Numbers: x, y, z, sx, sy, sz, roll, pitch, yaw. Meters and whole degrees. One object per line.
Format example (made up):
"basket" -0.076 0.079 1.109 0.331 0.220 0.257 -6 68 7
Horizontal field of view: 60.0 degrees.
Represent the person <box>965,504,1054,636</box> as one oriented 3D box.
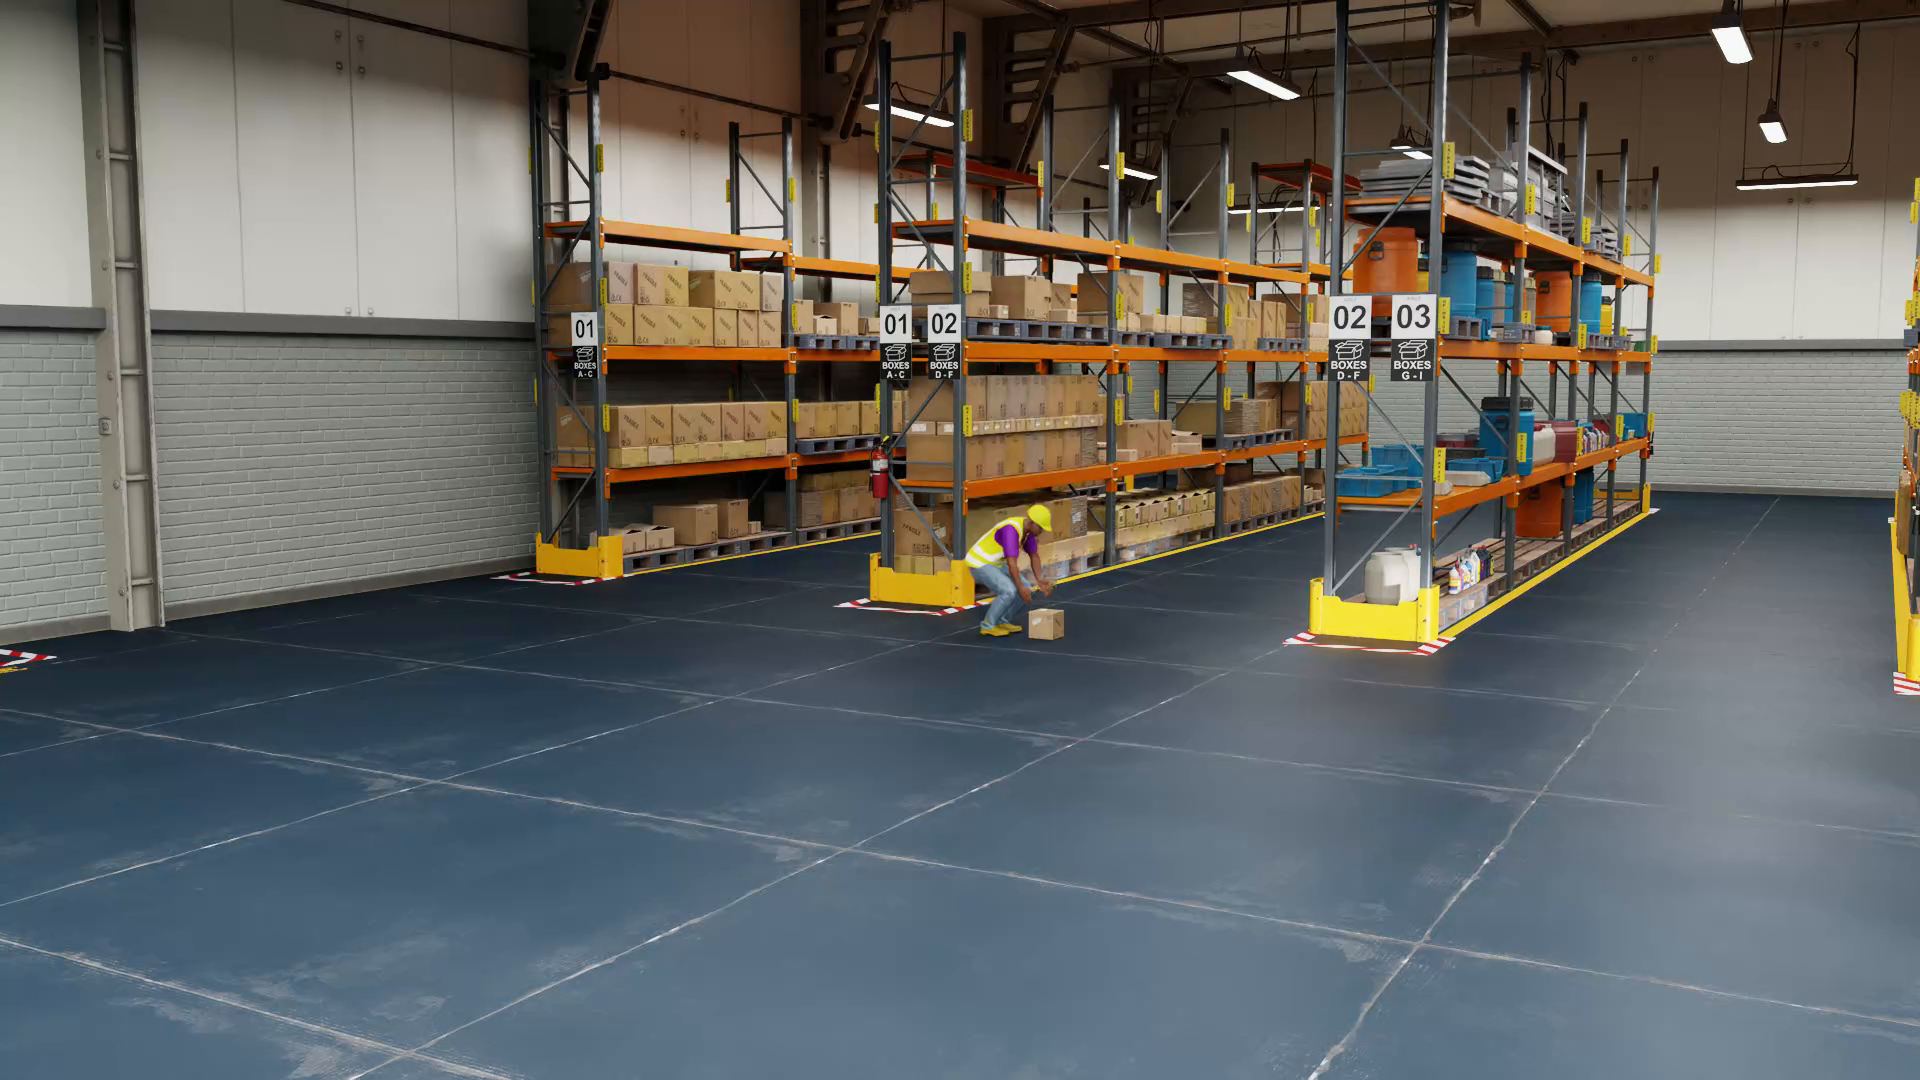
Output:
"person" 0.482 0.274 15.880 0.828 1.253 0.625 3 7 29
